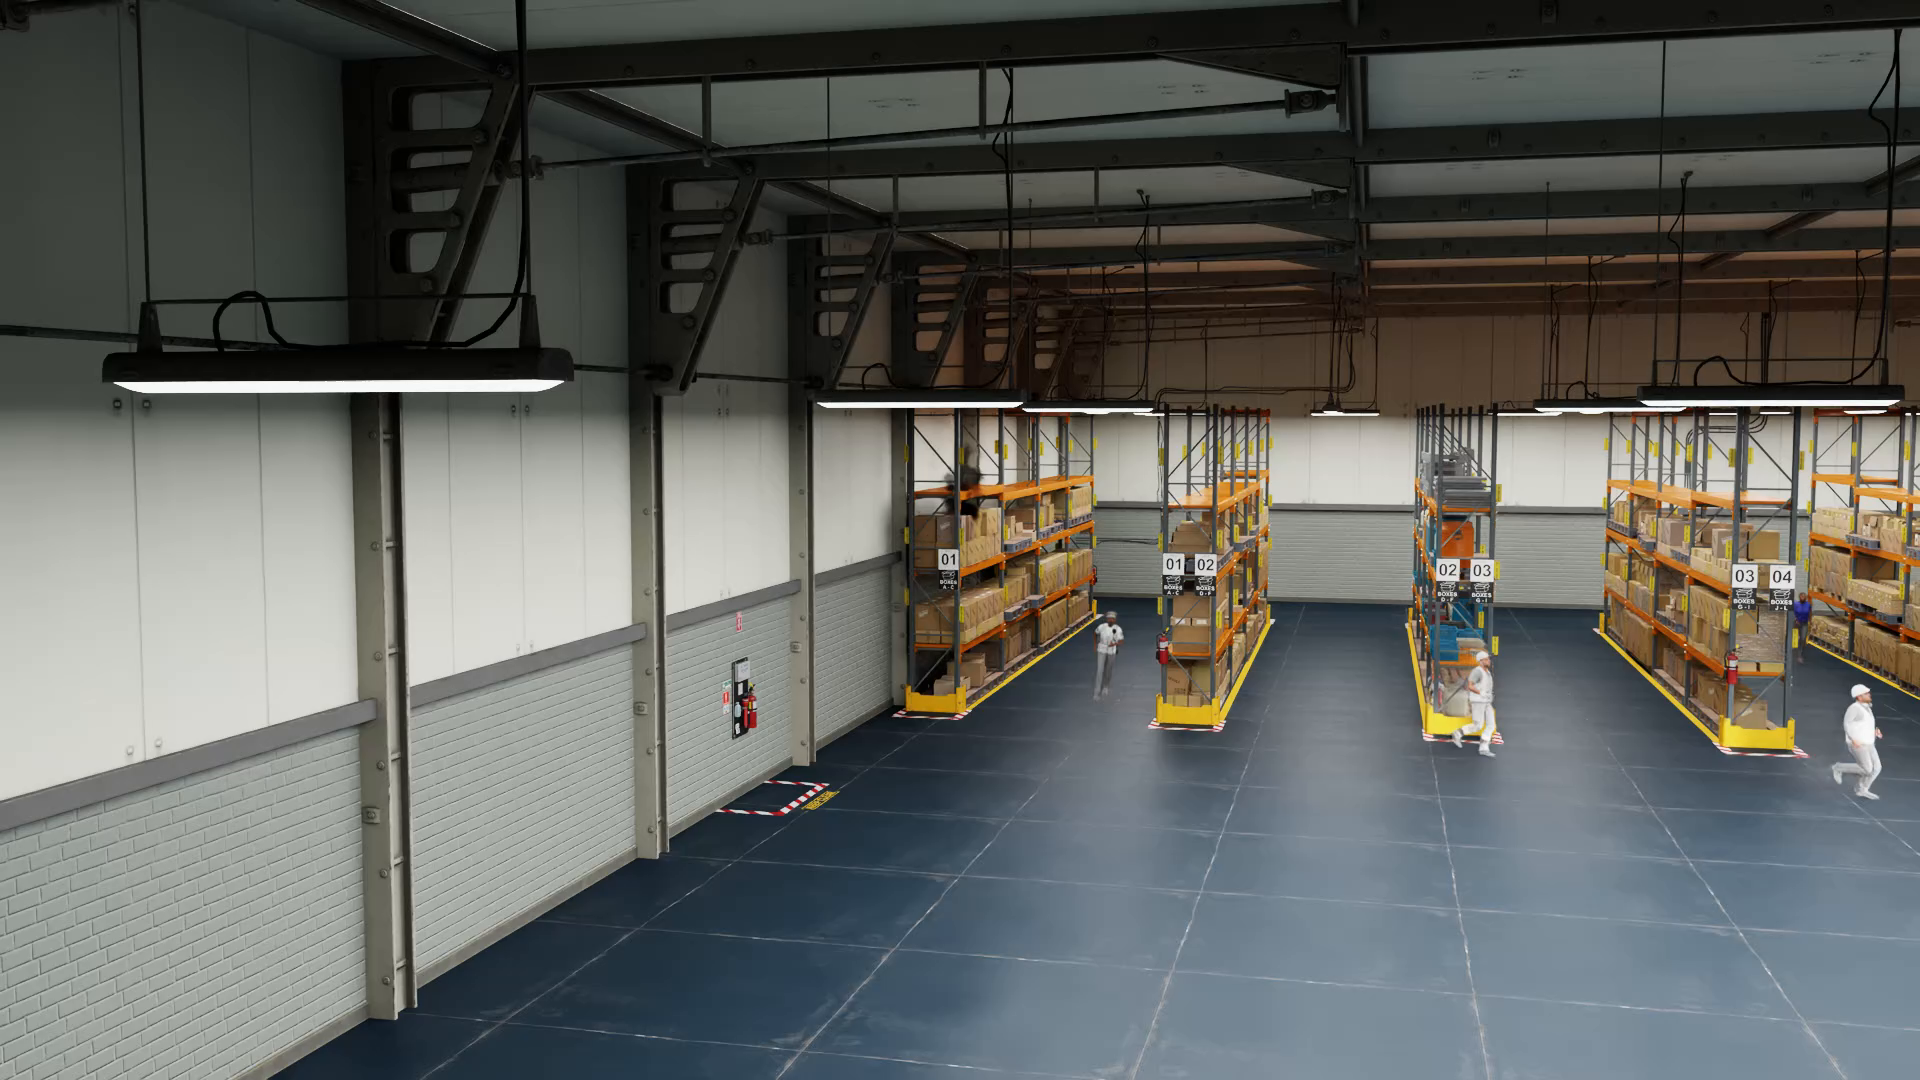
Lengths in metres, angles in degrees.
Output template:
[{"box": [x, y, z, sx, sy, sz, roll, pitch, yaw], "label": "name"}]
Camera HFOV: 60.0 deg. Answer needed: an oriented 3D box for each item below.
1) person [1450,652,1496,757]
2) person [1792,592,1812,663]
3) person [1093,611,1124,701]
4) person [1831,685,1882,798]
[{"box": [8.854, 2.783, 28.434, 0.796, 1.766, 0.673, 4, 6, 45], "label": "person"}, {"box": [19.921, 2.047, 39.452, 0.599, 1.648, 0.889, 1, 4, 8], "label": "person"}, {"box": [2.901, 2.234, 32.470, 0.600, 1.715, 0.839, 0, 4, 6], "label": "person"}, {"box": [13.603, 3.037, 25.190, 0.662, 1.708, 0.627, -4, 5, -41], "label": "person"}]
